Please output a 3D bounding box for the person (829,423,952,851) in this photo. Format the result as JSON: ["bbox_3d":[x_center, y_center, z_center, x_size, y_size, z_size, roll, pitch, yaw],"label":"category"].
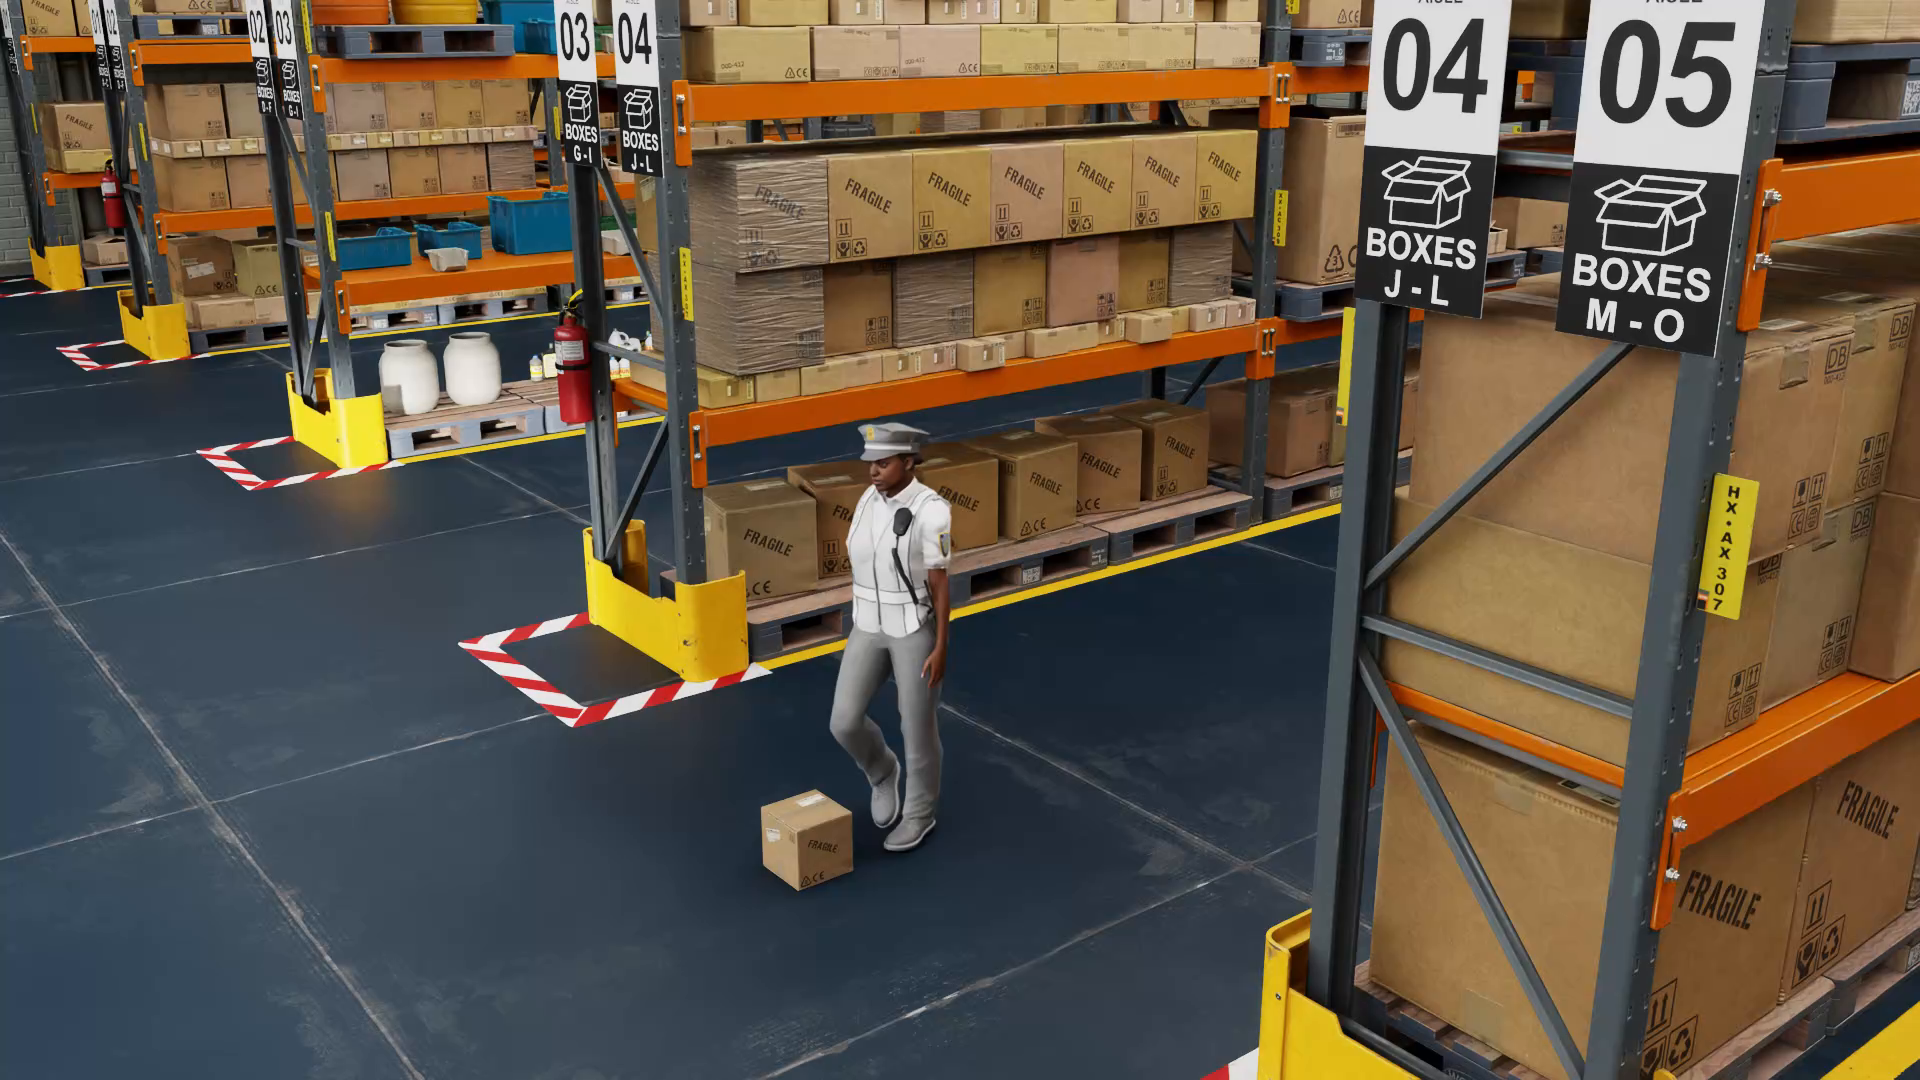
[{"bbox_3d":[-0.247,0.376,6.349,0.465,1.683,0.421,12,21,32],"label":"person"}]
